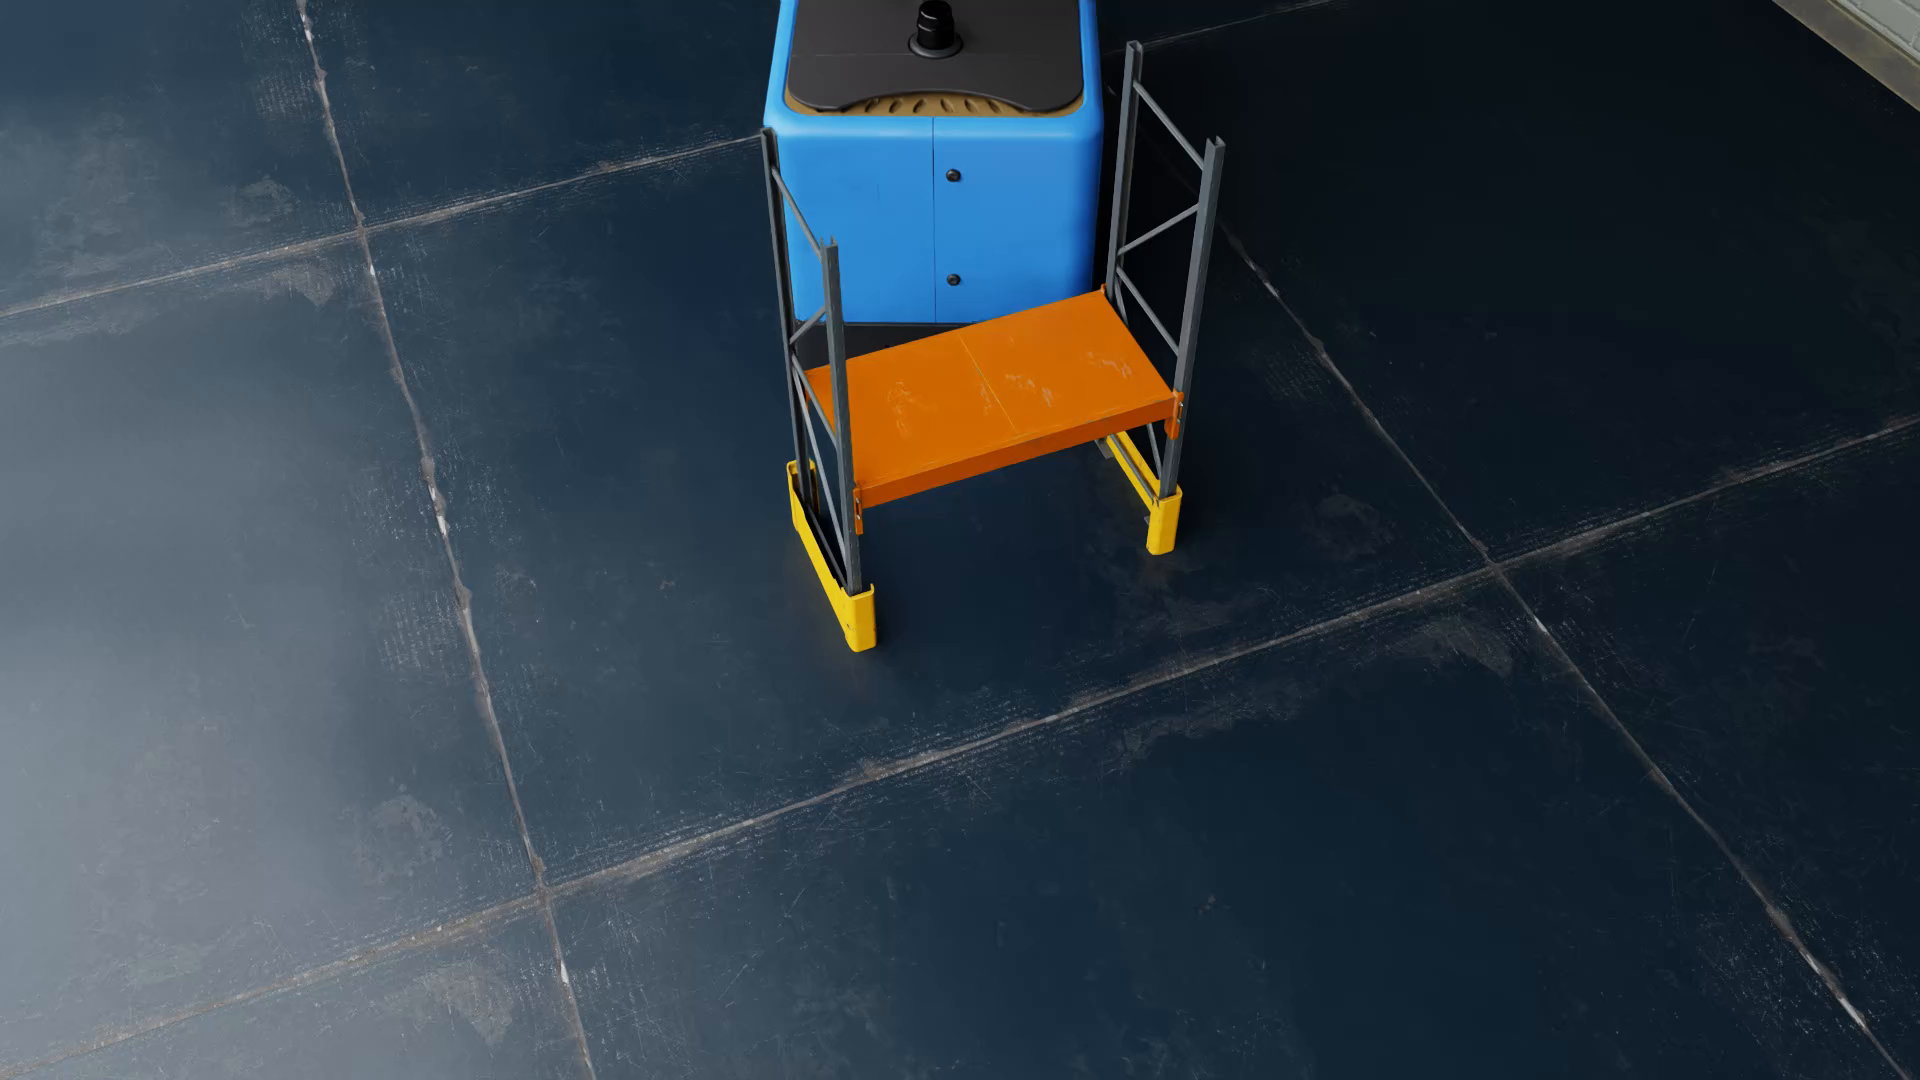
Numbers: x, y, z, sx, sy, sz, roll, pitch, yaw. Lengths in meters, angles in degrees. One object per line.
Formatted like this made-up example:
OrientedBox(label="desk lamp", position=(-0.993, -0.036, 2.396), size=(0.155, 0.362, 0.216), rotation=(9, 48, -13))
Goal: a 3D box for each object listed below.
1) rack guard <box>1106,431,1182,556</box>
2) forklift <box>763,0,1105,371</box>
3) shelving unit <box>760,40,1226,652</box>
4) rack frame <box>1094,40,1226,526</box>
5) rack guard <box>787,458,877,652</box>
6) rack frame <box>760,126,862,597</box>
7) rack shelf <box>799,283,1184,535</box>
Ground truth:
OrientedBox(label="rack guard", position=(0.532, -0.246, 5.297), size=(0.087, 0.250, 0.587), rotation=(-17, 52, -14))
OrientedBox(label="forklift", position=(-0.061, -2.603, 5.553), size=(1.130, 2.935, 3.031), rotation=(1, 49, 0))
OrientedBox(label="shelving unit", position=(0.071, -0.510, 4.700), size=(1.083, 1.500, 0.587), rotation=(-17, 52, -14))
OrientedBox(label="rack frame", position=(0.550, -0.659, 4.827), size=(0.032, 1.500, 0.500), rotation=(-17, 52, -14))
OrientedBox(label="rack guard", position=(-0.390, 0.040, 5.051), size=(0.087, 0.250, 0.587), rotation=(-17, 52, -14))
OrientedBox(label="rack frame", position=(-0.392, -0.367, 4.577), size=(0.032, 1.500, 0.500), rotation=(-17, 52, -14))
OrientedBox(label="rack shelf", position=(0.079, -0.396, 4.838), size=(1.000, 0.185, 0.538), rotation=(-17, 52, -14))
